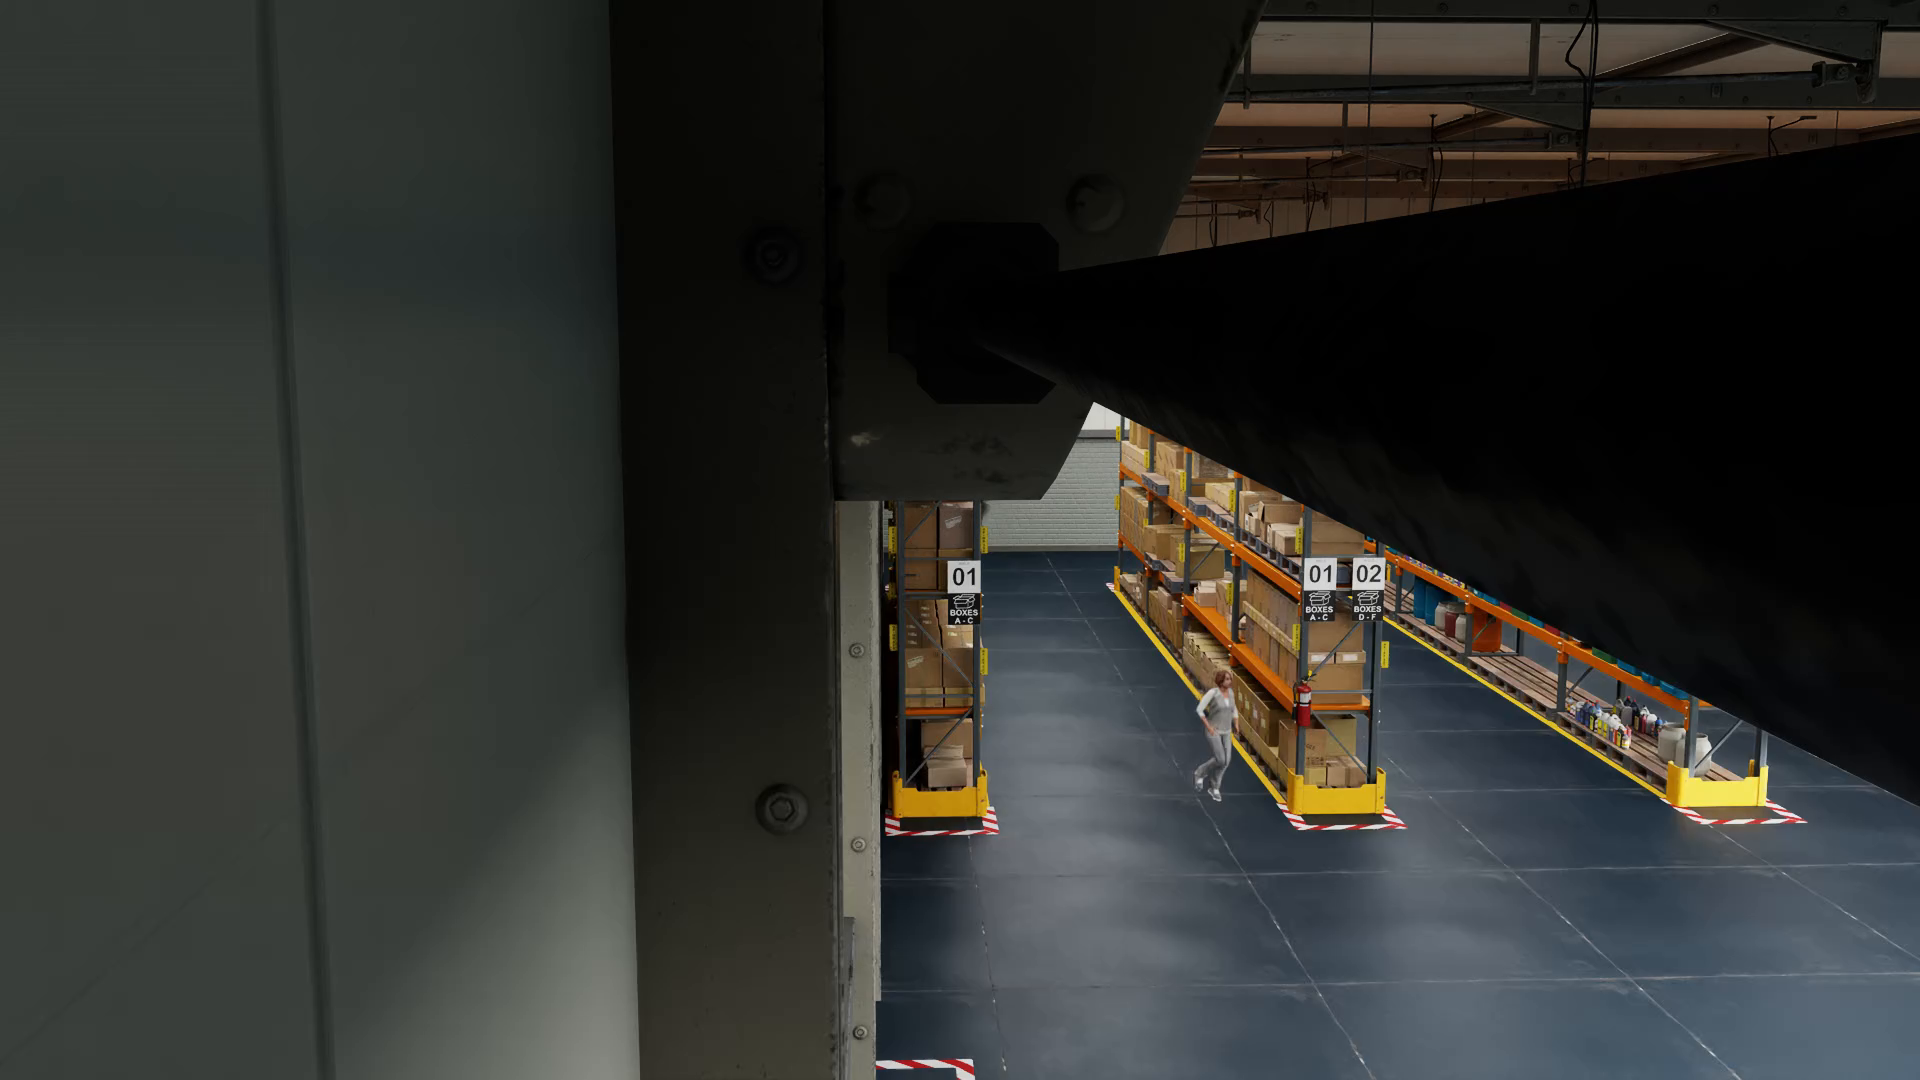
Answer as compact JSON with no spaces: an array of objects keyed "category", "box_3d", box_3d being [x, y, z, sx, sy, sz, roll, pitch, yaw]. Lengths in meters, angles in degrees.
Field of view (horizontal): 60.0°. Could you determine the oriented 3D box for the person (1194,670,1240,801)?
[{"category":"person","box_3d":[3.173,2.369,20.414,0.566,1.573,0.487,-5,10,-33]}]
